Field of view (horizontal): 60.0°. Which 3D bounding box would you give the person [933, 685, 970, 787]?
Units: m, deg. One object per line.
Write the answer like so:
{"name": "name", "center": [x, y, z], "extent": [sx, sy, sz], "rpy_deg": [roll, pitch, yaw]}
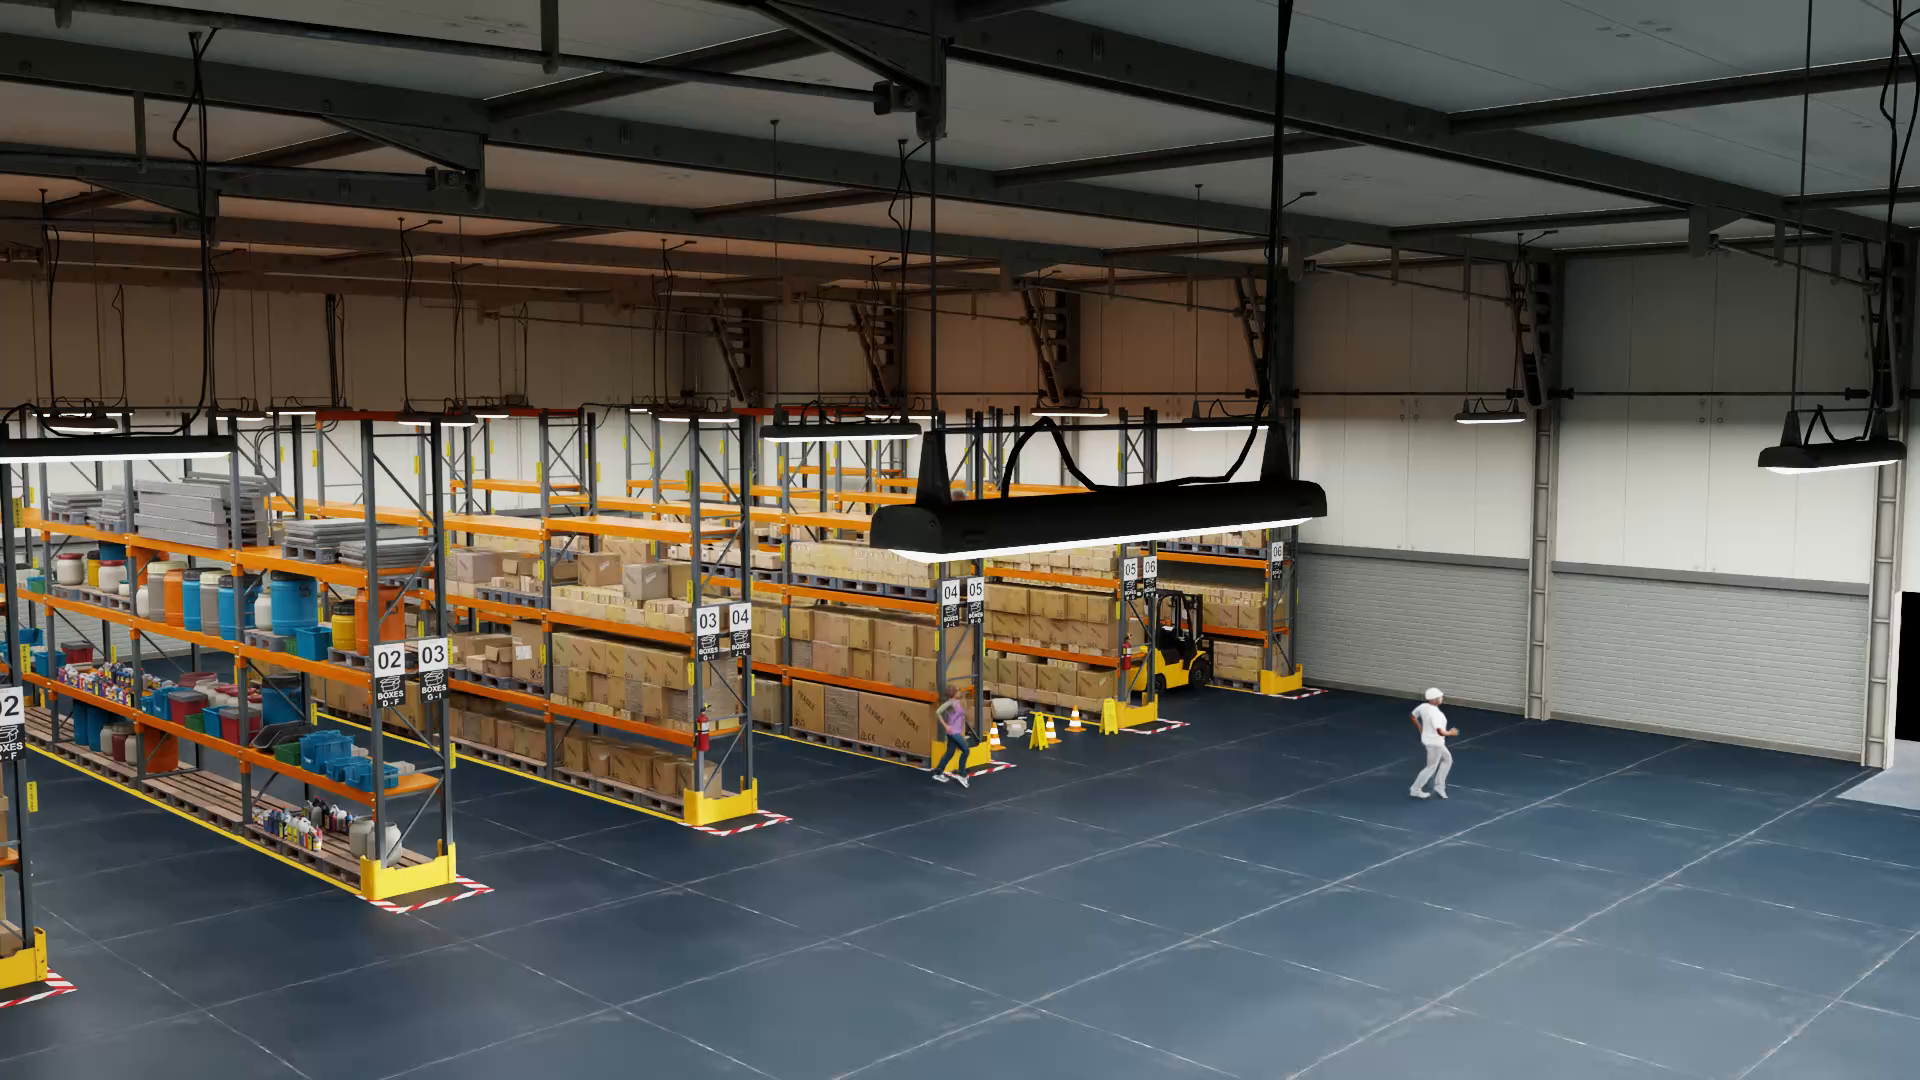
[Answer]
{"name": "person", "center": [-0.133, 3.166, 26.908], "extent": [0.615, 1.636, 0.570], "rpy_deg": [0, 5, 4]}

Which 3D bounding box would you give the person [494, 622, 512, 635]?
{"name": "person", "center": [-11.334, 1.790, 41.180], "extent": [0.713, 1.754, 1.036], "rpy_deg": [3, 6, 33]}

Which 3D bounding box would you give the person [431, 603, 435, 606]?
{"name": "person", "center": [-11.882, 2.219, 37.261], "extent": [0.628, 1.659, 0.617], "rpy_deg": [5, 7, 44]}

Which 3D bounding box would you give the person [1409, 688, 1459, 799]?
{"name": "person", "center": [7.372, 3.183, 25.896], "extent": [0.734, 1.790, 0.707], "rpy_deg": [0, 5, 1]}
